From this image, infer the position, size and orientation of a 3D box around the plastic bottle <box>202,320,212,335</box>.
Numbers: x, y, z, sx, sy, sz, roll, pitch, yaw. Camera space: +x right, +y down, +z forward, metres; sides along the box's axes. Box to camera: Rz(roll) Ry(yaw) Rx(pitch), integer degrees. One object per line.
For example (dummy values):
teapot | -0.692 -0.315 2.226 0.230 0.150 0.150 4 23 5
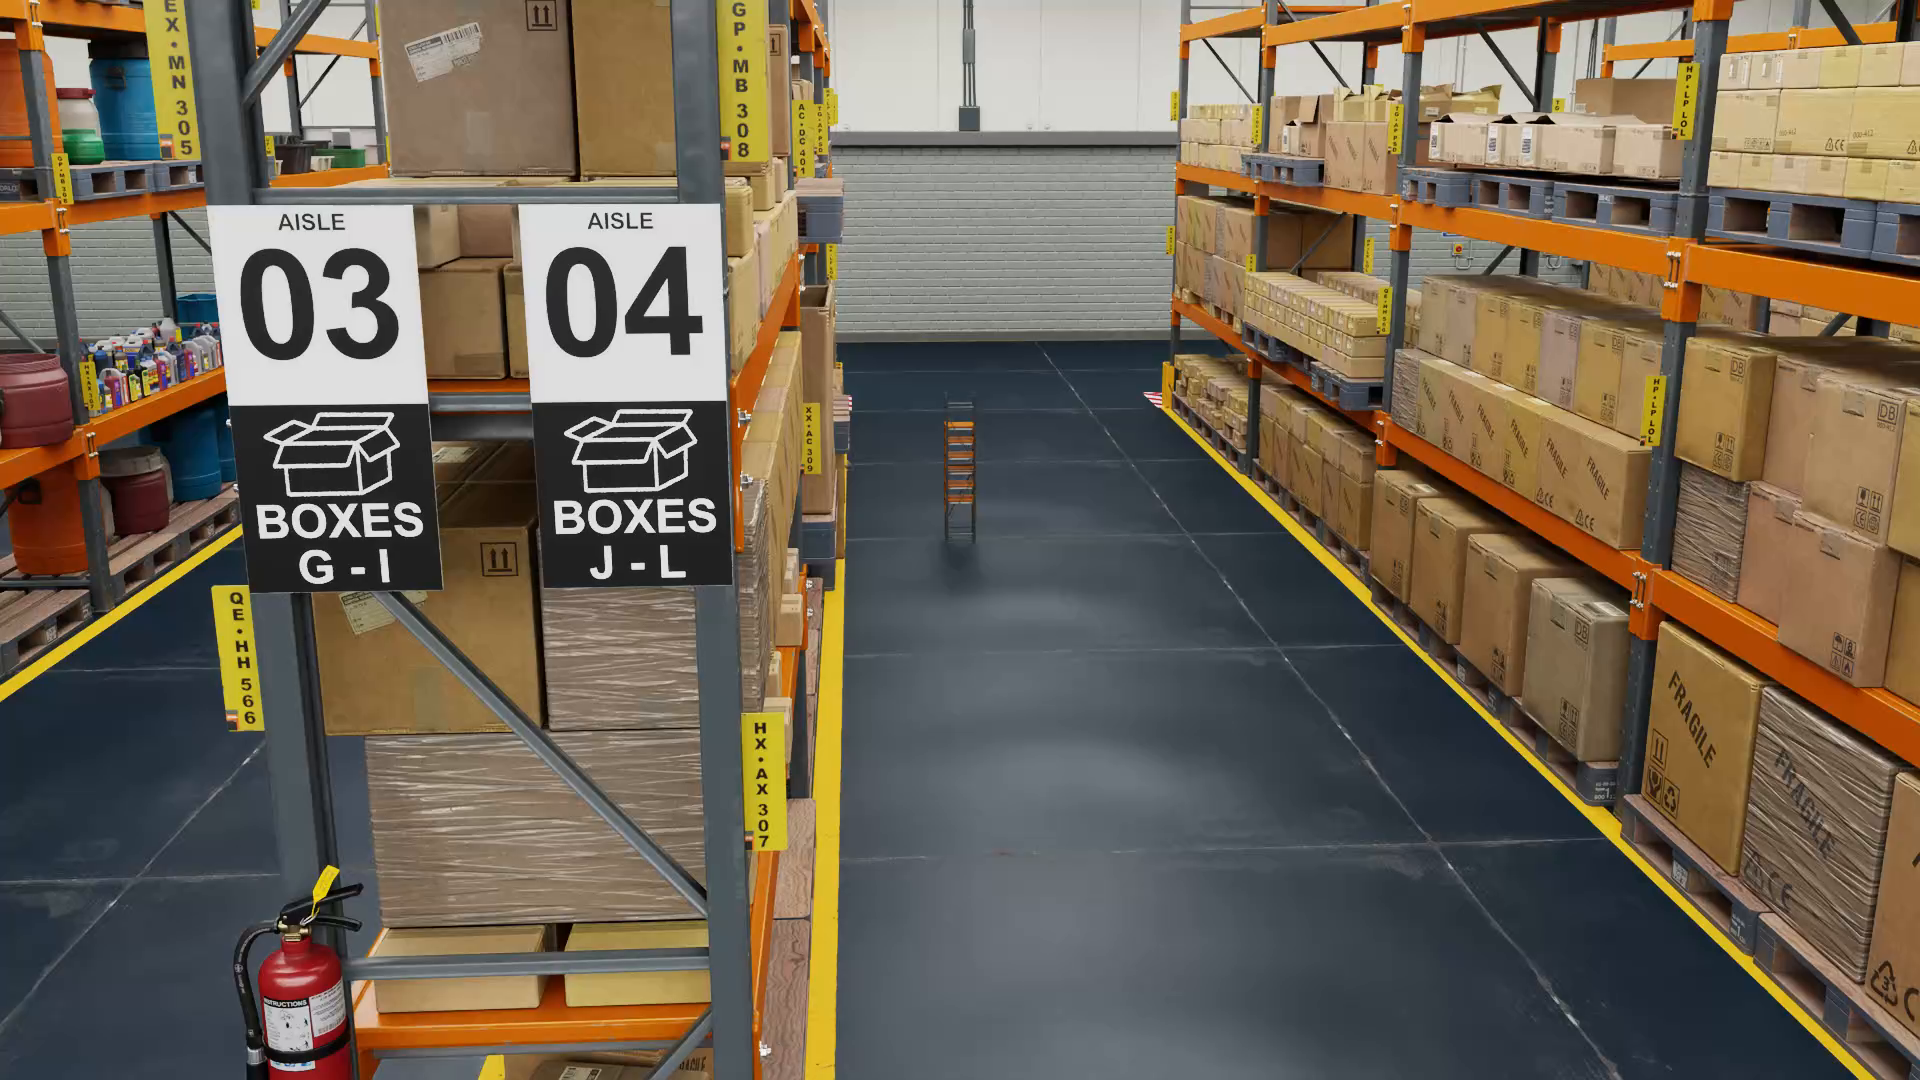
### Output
plastic bottle | -6.425 -1.694 14.188 0.144 0.351 0.185 -1 14 -3

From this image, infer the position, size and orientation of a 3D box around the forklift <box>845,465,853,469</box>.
forklift | -2.505 -1.802 14.649 3.031 2.935 1.130 -6 16 -22

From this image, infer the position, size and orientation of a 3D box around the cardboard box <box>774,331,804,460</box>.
cardboard box | -0.923 -0.599 7.031 0.500 0.500 0.500 -1 14 -3

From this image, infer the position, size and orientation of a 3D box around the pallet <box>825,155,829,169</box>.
pallet | -1.761 -3.633 15.785 1.003 0.211 1.213 -1 14 -3

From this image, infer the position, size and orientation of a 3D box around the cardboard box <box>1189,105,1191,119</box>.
cardboard box | 2.781 -4.797 18.629 0.380 0.149 0.250 -1 14 -4

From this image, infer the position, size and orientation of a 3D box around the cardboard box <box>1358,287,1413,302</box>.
cardboard box | 3.535 -2.020 13.825 0.380 0.149 0.250 -2 15 -6

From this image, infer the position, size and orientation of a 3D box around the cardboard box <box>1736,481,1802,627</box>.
cardboard box | 3.823 0.074 6.919 0.875 0.550 0.550 -1 14 -3

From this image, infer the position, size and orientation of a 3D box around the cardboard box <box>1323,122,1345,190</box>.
cardboard box | 3.124 -2.964 12.807 0.500 0.500 0.500 -1 14 -3

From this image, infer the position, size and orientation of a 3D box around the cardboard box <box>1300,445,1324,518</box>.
cardboard box | 3.104 -0.489 13.582 0.500 0.500 0.500 -2 15 -6

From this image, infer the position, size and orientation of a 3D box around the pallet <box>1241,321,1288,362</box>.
pallet | 3.138 -1.786 14.833 1.003 0.211 1.213 -1 14 -3

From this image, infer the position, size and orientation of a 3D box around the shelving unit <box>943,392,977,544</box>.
shelving unit | 0.001 -0.577 13.363 0.258 1.200 0.189 -1 14 -3

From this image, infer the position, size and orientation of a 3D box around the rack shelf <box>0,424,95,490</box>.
rack shelf | -6.293 -0.103 9.349 1.077 0.370 4.000 -1 14 -3

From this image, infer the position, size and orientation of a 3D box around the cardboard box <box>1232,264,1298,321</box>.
cardboard box | 2.924 -2.380 15.957 0.500 0.500 0.500 -1 14 -3

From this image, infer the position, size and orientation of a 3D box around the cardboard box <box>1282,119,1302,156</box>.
cardboard box | 3.081 -3.462 14.278 0.500 0.311 0.500 -1 14 -4

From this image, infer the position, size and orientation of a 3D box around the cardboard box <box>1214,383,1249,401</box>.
cardboard box | 2.829 -1.523 17.110 0.380 0.149 0.250 -2 15 -6

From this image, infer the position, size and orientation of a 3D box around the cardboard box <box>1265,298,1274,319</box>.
cardboard box | 2.852 -1.999 14.339 0.380 0.149 0.250 -2 15 -6

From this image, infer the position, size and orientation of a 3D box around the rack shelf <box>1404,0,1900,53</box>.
rack shelf | 3.607 -2.942 9.149 1.077 0.370 4.000 -1 14 -3

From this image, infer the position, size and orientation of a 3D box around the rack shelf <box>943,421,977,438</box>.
rack shelf | 0.001 -0.883 13.284 0.258 0.103 0.180 -1 14 -3

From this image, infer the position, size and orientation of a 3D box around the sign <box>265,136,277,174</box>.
sign | -6.115 -3.408 14.716 0.100 0.325 0.005 -1 14 -3

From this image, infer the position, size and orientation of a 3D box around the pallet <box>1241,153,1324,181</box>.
pallet | 3.168 -3.278 14.603 1.213 0.211 1.003 -1 14 -3

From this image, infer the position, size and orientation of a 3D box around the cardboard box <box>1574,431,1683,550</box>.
cardboard box | 3.432 -0.256 8.299 0.500 0.500 0.500 -1 14 -4

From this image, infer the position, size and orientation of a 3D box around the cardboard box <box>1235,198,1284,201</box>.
cardboard box | 3.296 -3.507 18.331 0.500 0.500 0.500 -1 14 -5

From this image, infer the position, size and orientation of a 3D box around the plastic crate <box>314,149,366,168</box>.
plastic crate | -6.566 -4.047 17.642 0.450 0.188 0.336 -1 14 -3

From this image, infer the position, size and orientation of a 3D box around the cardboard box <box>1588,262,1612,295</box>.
cardboard box | 7.665 -3.092 19.324 0.500 0.500 0.500 -1 14 -4

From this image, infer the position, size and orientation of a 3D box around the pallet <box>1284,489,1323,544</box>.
pallet | 3.364 -0.223 13.969 1.003 0.211 1.213 -1 14 -3

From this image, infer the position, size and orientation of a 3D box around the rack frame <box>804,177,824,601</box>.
rack frame | -1.473 -1.025 11.490 1.000 3.000 0.127 -1 14 -3

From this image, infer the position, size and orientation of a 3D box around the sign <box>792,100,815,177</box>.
sign | -0.684 -1.743 7.225 0.100 0.325 0.005 -1 14 -3

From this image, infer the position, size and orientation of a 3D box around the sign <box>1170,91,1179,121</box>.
sign | 2.446 -4.934 18.907 0.100 0.325 0.005 -1 14 -3

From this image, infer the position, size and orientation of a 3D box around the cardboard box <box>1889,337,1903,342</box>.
cardboard box | 8.005 -1.606 14.048 0.500 0.250 0.500 -1 14 -4

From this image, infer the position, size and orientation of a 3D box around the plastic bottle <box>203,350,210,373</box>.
plastic bottle | -6.221 -1.476 13.641 0.097 0.201 0.097 0 14 0

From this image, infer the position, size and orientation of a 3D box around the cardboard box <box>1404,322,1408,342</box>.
cardboard box | 3.599 -1.622 12.875 0.380 0.149 0.250 -1 14 -3

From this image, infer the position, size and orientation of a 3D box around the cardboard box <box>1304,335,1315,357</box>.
cardboard box | 2.934 -1.528 13.108 0.380 0.149 0.250 -2 15 -6

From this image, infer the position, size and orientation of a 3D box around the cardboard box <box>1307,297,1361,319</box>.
cardboard box | 2.937 -1.815 13.028 0.380 0.149 0.250 -1 14 -3

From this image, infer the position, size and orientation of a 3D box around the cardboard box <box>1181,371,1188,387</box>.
cardboard box | 2.725 -1.829 18.899 0.380 0.149 0.250 -1 14 -4

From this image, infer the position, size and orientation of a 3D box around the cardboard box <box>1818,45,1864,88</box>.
cardboard box | 3.463 -1.765 6.208 0.380 0.149 0.250 -1 14 -4

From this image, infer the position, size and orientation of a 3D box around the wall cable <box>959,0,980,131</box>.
wall cable | 1.121 -8.937 23.747 2.277 5.999 0.120 -1 14 -3

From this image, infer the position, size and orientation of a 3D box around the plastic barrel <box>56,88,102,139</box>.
plastic barrel | -6.677 -3.109 12.454 0.433 0.535 0.433 0 14 0

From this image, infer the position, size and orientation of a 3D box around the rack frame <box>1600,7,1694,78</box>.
rack frame | 7.922 -6.073 19.070 1.000 3.000 0.127 -1 14 -3

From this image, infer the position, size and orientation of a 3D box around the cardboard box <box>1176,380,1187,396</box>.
cardboard box | 2.701 -1.753 19.200 0.380 0.149 0.250 -1 14 -2

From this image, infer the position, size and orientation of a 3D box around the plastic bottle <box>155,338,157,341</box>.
plastic bottle | -7.034 -1.688 14.465 0.097 0.201 0.097 0 14 0

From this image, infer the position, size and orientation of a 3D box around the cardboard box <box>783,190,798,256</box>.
cardboard box | -0.937 -1.301 6.844 0.500 0.250 0.500 0 14 -1

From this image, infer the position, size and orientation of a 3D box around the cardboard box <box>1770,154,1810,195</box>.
cardboard box | 3.447 -1.442 6.553 0.380 0.149 0.250 -1 14 -4

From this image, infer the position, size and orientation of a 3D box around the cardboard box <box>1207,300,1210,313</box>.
cardboard box | 2.828 -2.471 17.616 0.380 0.149 0.250 0 14 -1

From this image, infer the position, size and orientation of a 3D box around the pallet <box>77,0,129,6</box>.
pallet | -6.431 -3.749 11.218 1.213 0.211 1.003 -1 14 -3

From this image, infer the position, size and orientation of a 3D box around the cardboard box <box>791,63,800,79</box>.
cardboard box | -1.773 -4.370 15.721 0.500 0.250 0.500 -2 15 -7

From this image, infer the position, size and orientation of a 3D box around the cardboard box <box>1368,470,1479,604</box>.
cardboard box | 3.431 -0.037 11.324 1.050 0.750 0.750 -1 14 -4

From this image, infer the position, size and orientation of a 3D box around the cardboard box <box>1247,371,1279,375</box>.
cardboard box | 3.305 -1.725 17.894 0.380 0.149 0.250 -1 14 -5

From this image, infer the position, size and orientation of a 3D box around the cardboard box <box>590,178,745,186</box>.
cardboard box | -0.768 -0.876 4.393 0.380 0.149 0.250 0 14 -1

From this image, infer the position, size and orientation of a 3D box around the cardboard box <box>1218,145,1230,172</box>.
cardboard box | 2.884 -3.820 16.634 0.500 0.250 0.500 -1 14 -4

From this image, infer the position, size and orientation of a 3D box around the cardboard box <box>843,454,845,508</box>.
cardboard box | -1.543 -0.593 13.233 1.225 0.875 0.875 -1 14 -3

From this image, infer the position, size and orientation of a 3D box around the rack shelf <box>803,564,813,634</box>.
rack shelf | -1.349 -0.179 9.646 1.077 0.370 4.000 -1 14 -3

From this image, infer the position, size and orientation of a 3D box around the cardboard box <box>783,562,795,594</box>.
cardboard box | -0.913 0.203 7.223 0.380 0.149 0.250 -1 14 -3

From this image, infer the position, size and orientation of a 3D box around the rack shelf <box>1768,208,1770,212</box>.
rack shelf | 8.046 -3.774 17.600 1.077 0.370 4.000 -1 14 -3

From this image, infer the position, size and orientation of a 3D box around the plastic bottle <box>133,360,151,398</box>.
plastic bottle | -6.127 -1.211 12.448 0.061 0.283 0.133 -1 14 -3

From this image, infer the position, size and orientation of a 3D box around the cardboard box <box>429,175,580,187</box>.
cardboard box | -1.262 -0.931 4.607 0.380 0.149 0.250 -1 14 -3
